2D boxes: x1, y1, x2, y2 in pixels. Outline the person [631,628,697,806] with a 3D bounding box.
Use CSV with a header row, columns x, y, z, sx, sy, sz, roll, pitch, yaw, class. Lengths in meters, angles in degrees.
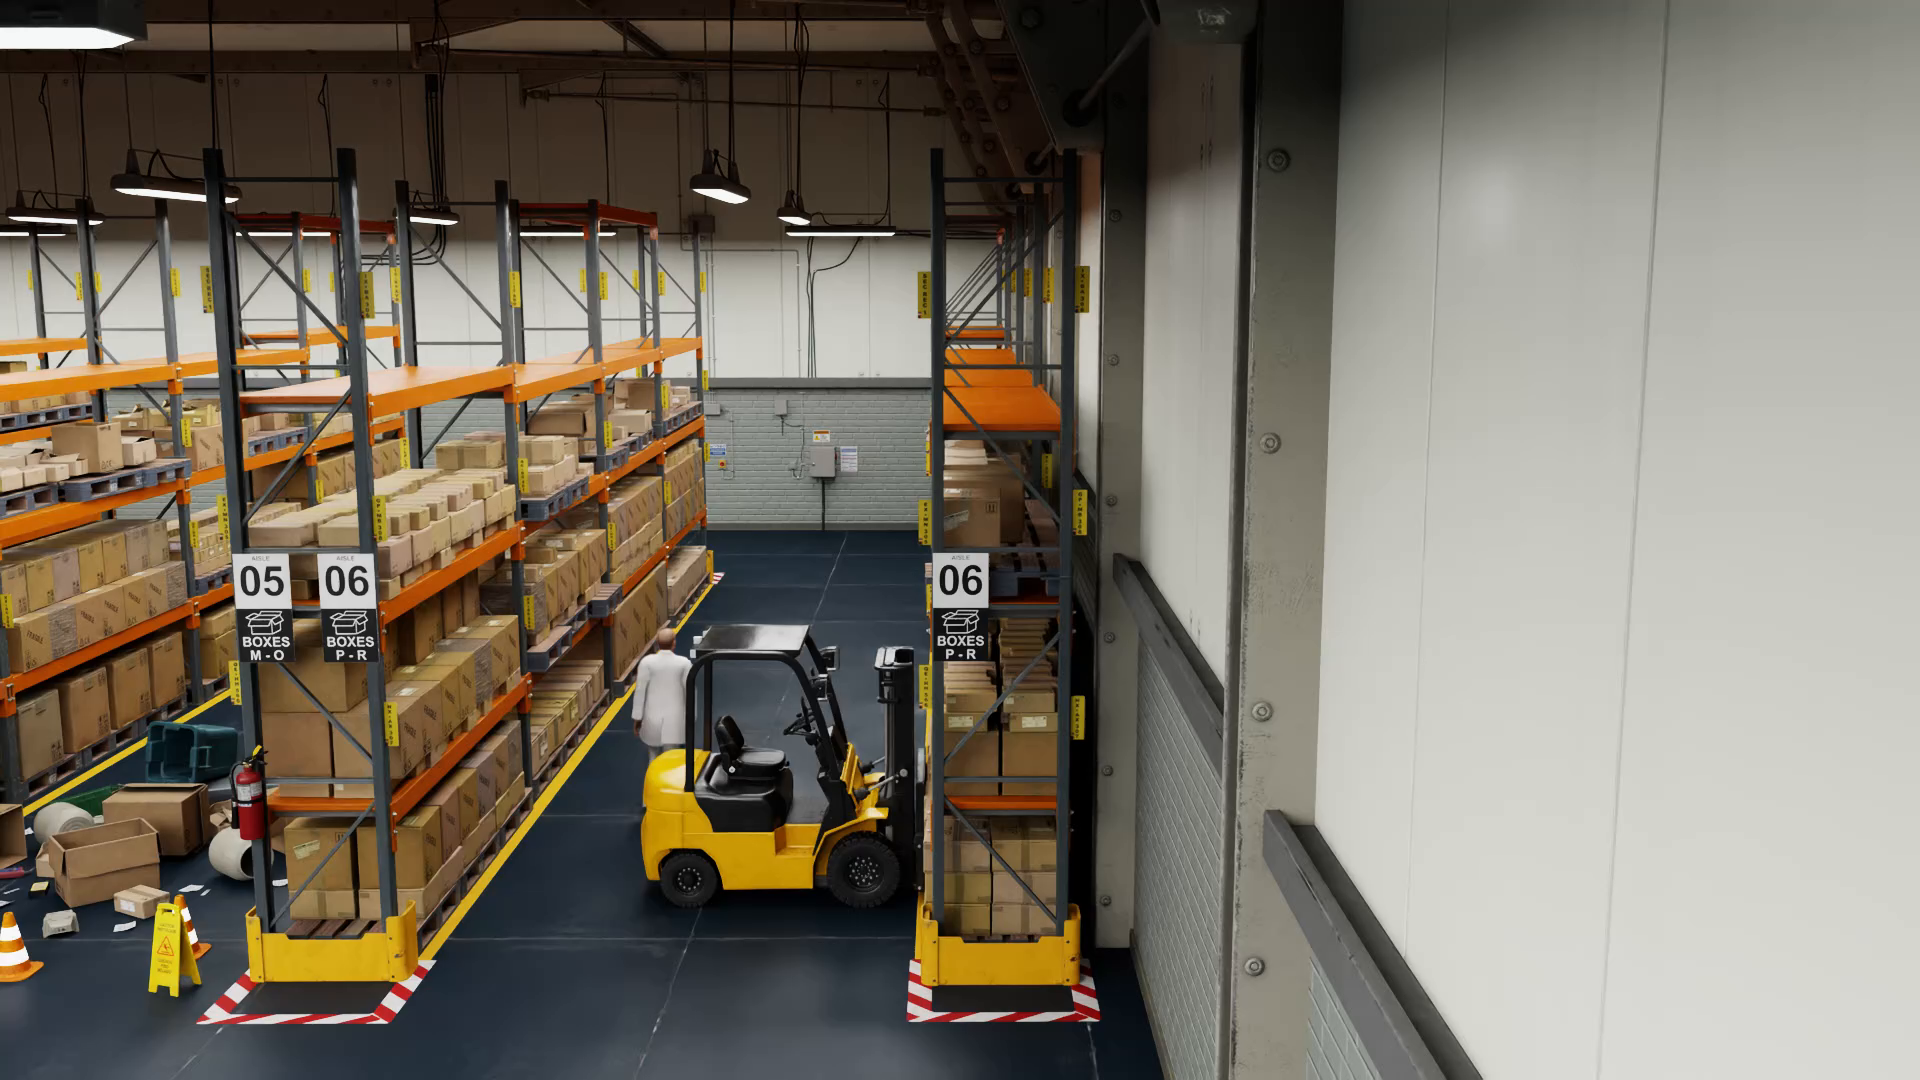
x,y,z,sx,sy,sz,roll,pitch,yaw,class
-2.839,1.773,16.011,0.624,1.833,0.608,-1,9,-6,person
